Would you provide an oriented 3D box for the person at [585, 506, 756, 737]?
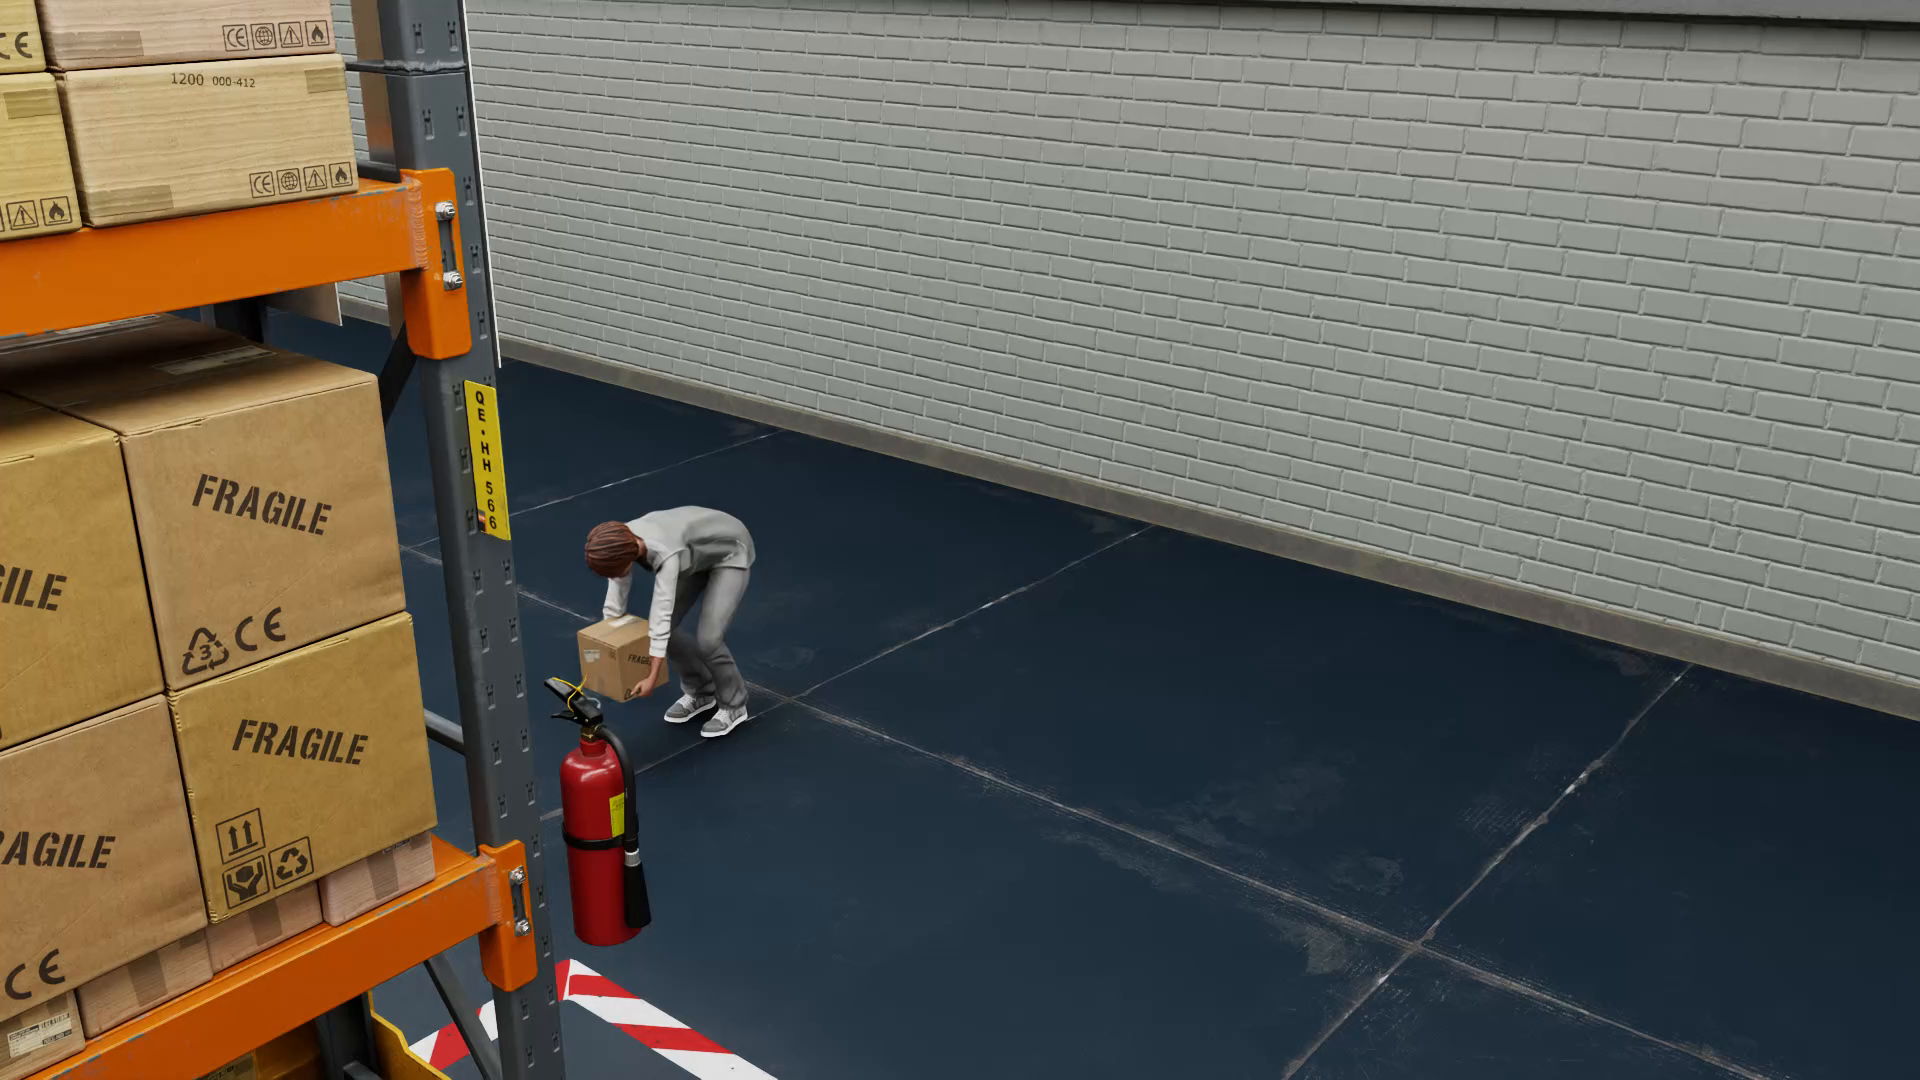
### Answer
[{"bbox_3d":[-1.200,0.345,6.945,0.411,1.055,0.853,15,25,34],"label":"person"}]
